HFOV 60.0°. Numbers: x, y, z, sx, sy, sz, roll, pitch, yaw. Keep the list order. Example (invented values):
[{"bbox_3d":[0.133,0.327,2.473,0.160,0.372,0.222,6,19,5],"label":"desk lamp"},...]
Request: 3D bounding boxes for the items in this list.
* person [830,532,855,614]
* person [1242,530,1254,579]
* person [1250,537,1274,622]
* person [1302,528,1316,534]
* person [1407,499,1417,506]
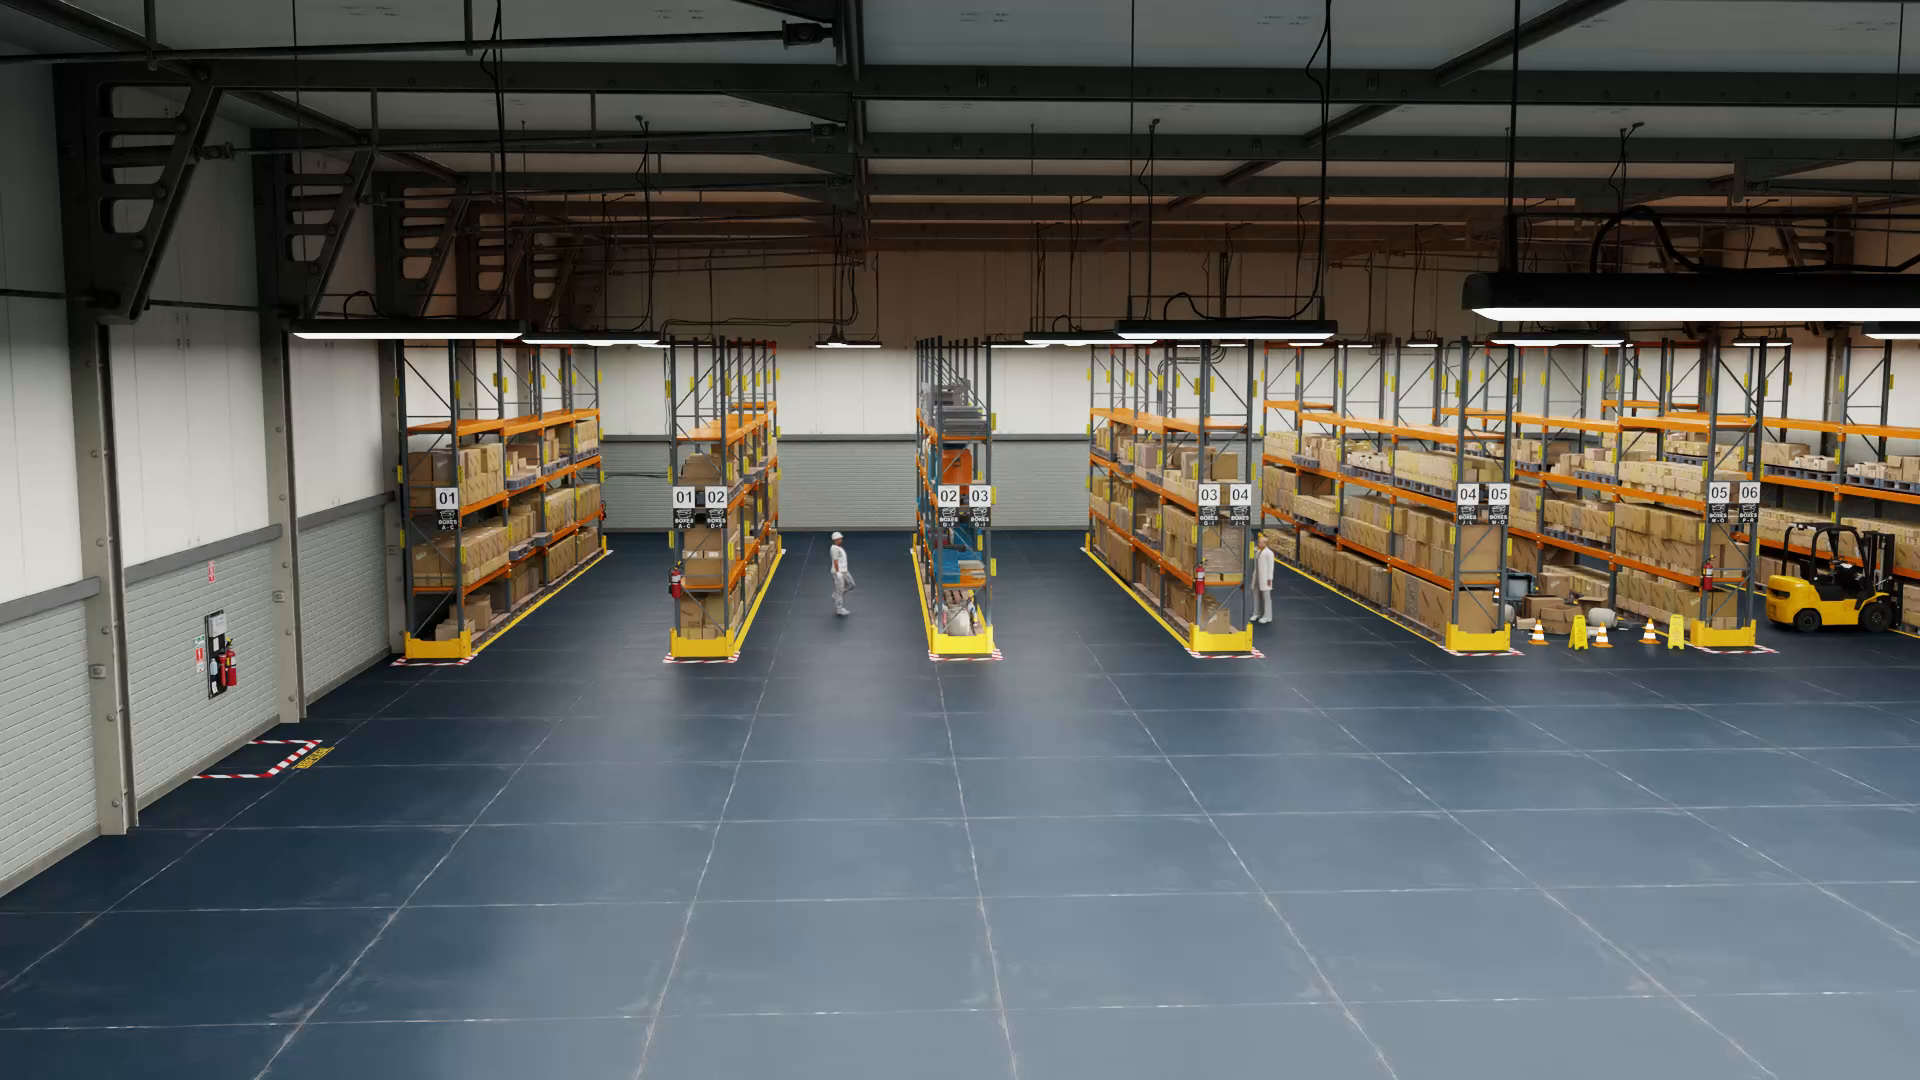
[{"bbox_3d":[-2.615,0.716,36.376,0.535,1.786,0.636,1,7,10],"label":"person"},{"bbox_3d":[6.919,0.252,40.678,0.460,1.643,0.997,-1,7,-5],"label":"person"},{"bbox_3d":[6.380,0.832,35.224,0.408,1.788,0.612,-4,8,-34],"label":"person"},{"bbox_3d":[10.337,-0.696,49.010,0.728,1.747,0.396,0,7,4],"label":"person"},{"bbox_3d":[12.539,-0.356,46.328,0.394,1.673,0.511,2,7,14],"label":"person"}]
